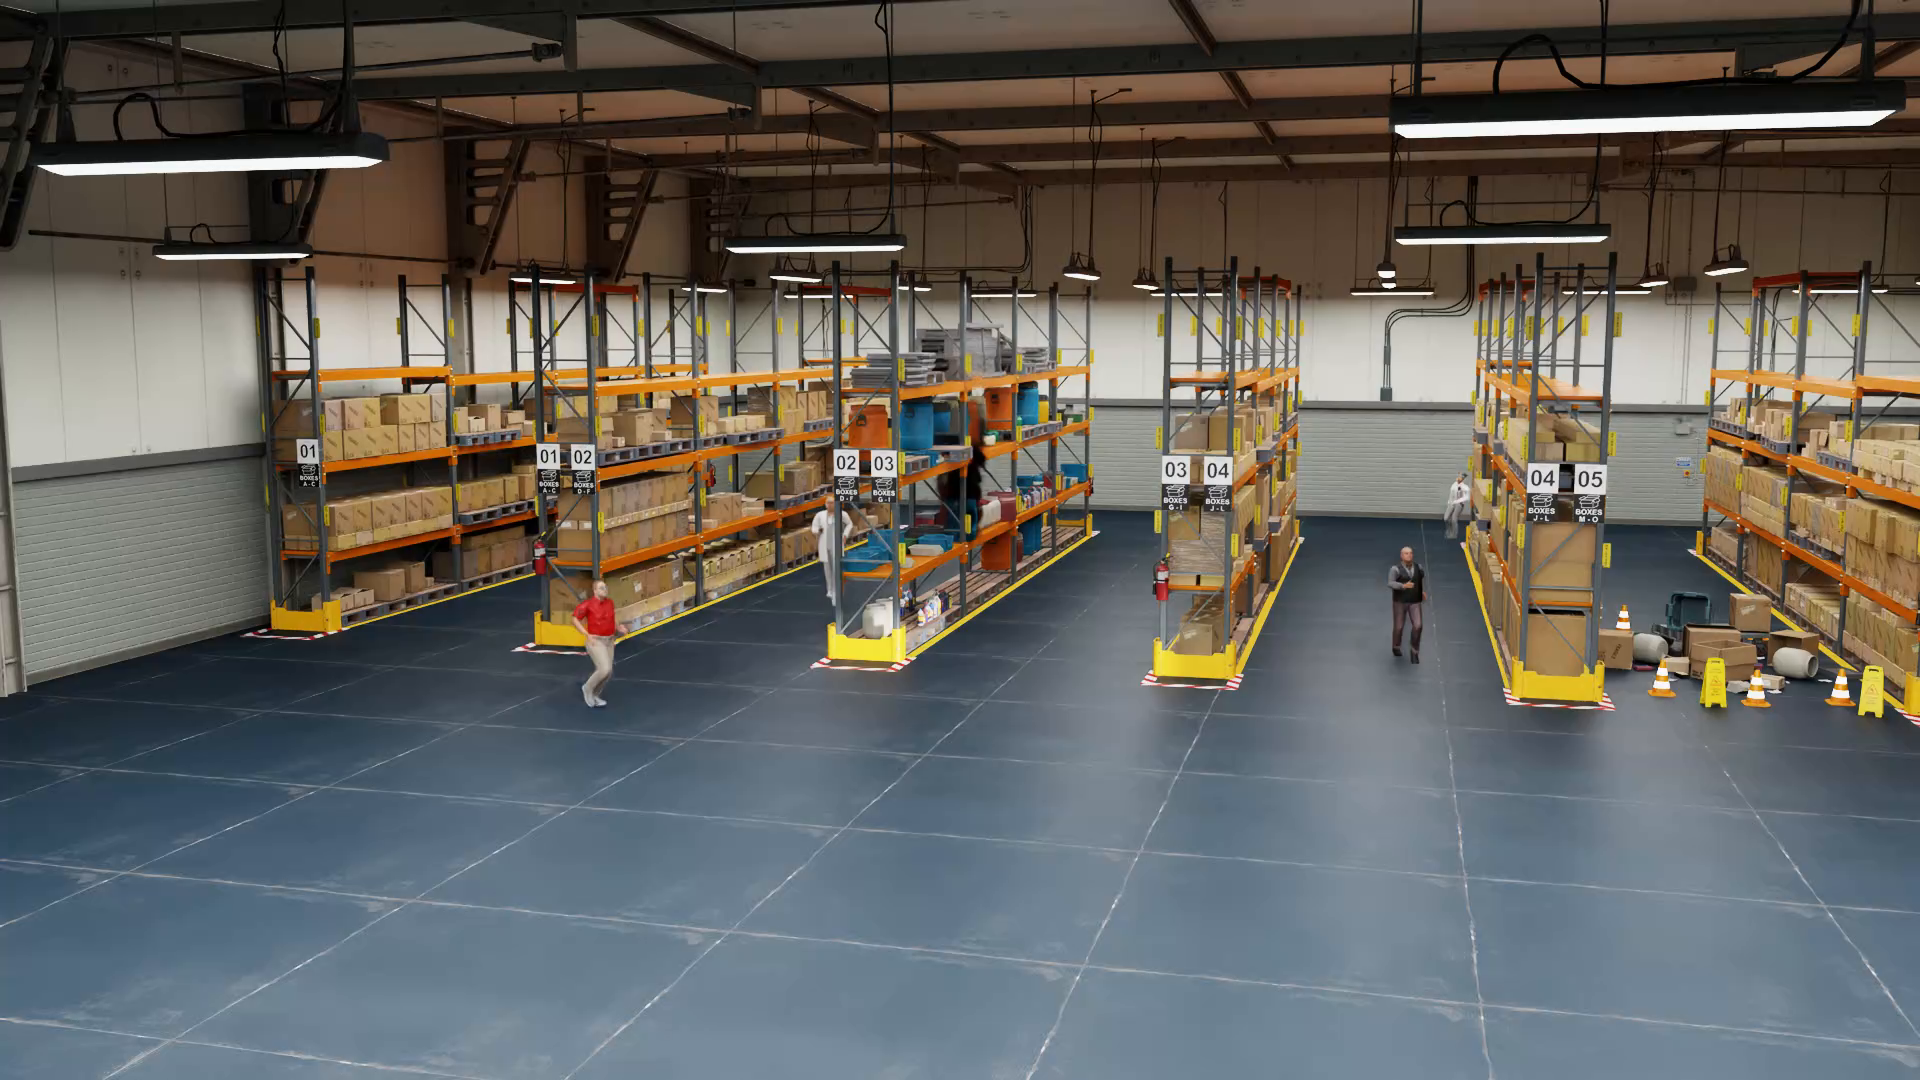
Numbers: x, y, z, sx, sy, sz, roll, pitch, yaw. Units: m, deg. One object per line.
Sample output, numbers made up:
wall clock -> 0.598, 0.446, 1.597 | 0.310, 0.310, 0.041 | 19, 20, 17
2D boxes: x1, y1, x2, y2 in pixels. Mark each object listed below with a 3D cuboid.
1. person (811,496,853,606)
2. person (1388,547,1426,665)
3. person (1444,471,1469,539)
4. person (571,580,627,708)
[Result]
person -> -2.246, 0.186, 28.951 | 0.685, 1.884, 0.759 | 1, 7, 6
person -> 6.728, 0.990, 25.015 | 0.624, 1.779, 0.747 | 0, 7, 2
person -> 11.757, -0.818, 39.441 | 0.535, 1.638, 0.645 | -6, 10, -40
person -> -4.723, 1.376, 21.999 | 0.617, 1.689, 0.634 | 4, 8, 31
